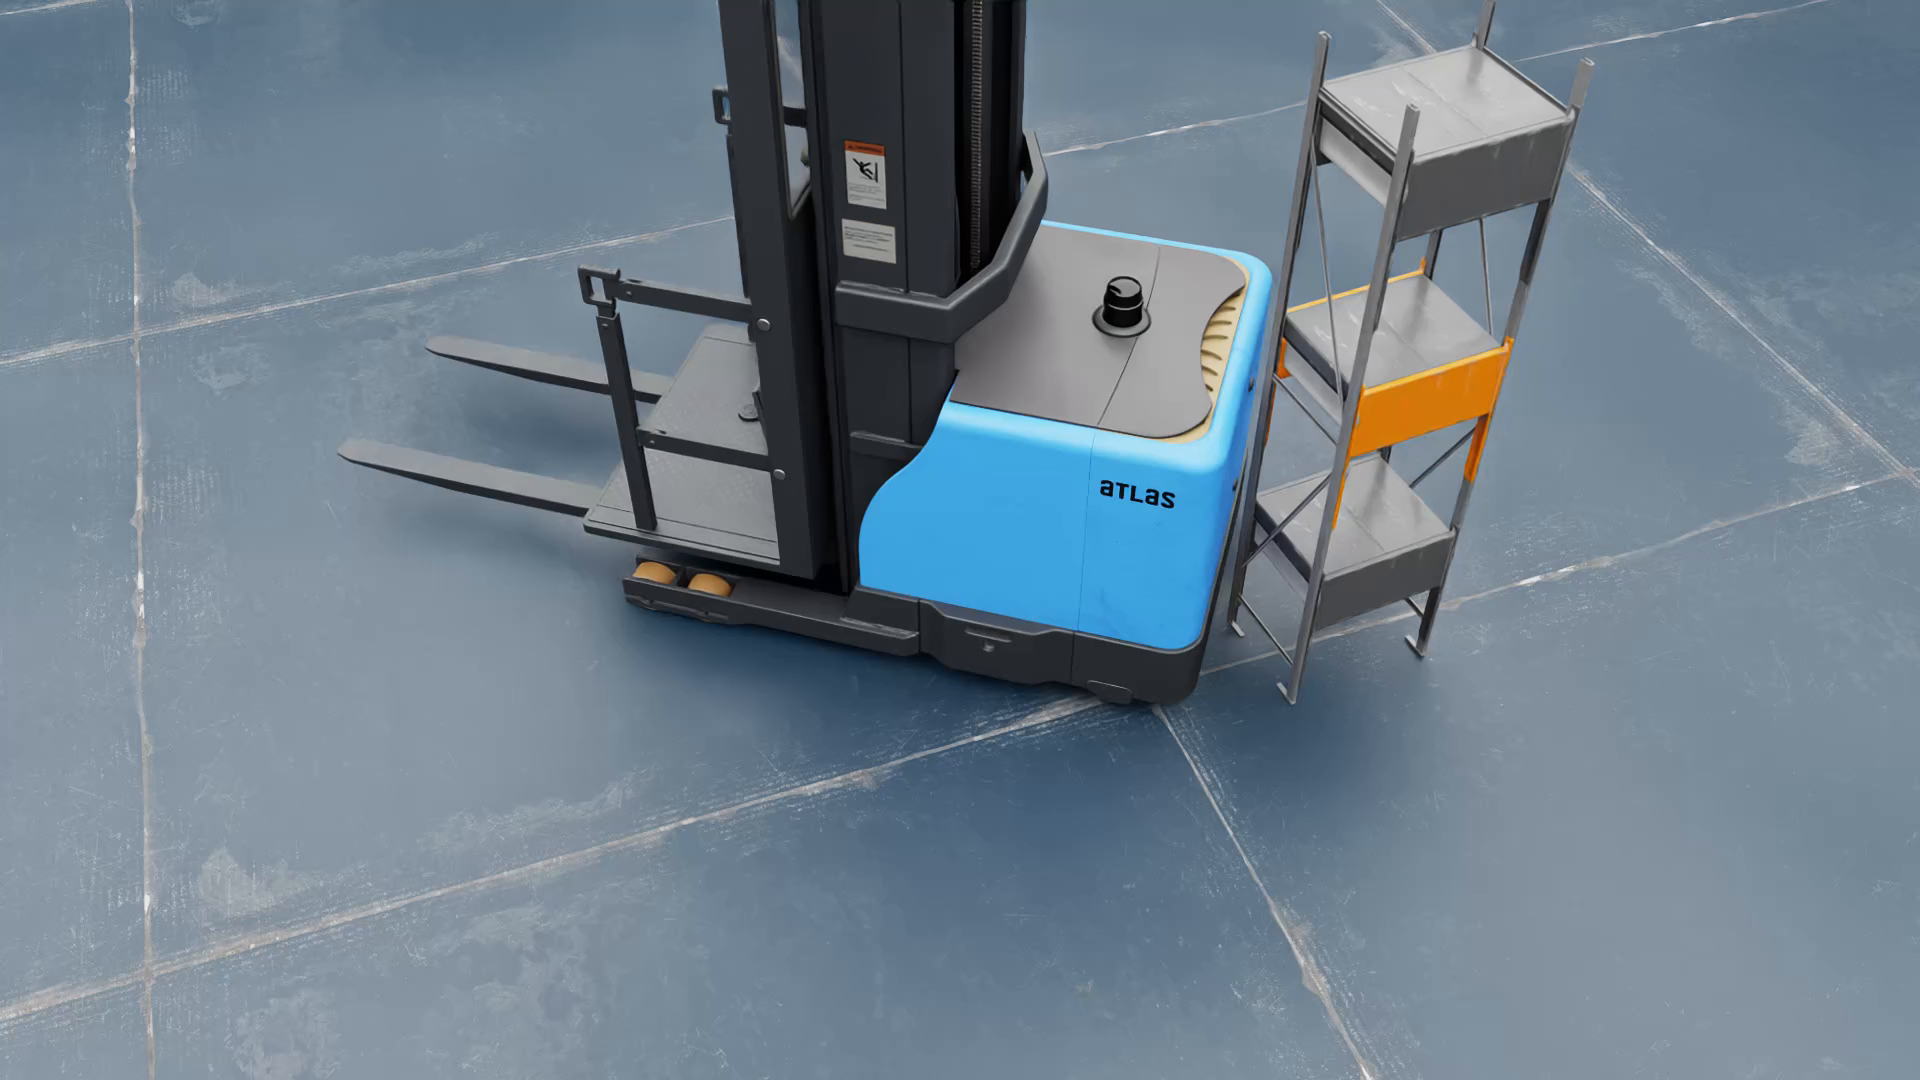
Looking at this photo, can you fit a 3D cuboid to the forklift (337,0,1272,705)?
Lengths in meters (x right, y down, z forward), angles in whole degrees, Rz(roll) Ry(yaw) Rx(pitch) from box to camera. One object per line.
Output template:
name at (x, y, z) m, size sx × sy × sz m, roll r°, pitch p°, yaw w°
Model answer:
forklift at (-0.604, -1.110, 4.787) m, size 3.031 × 2.935 × 1.130 m, roll 11°, pitch 46°, yaw 11°

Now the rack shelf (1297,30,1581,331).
rack shelf at (1.177, -0.911, 4.202) m, size 0.480 × 0.518 × 0.431 m, roll -18°, pitch 47°, yaw -16°

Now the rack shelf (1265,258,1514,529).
rack shelf at (1.182, -0.415, 4.696) m, size 0.480 × 0.518 × 0.431 m, roll -18°, pitch 47°, yaw -16°

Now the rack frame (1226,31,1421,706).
rack frame at (0.959, -0.353, 4.618) m, size 0.015 × 2.100 × 0.400 m, roll -18°, pitch 47°, yaw -16°

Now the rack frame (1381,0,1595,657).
rack frame at (1.405, -0.496, 4.756) m, size 0.015 × 2.100 × 0.400 m, roll -18°, pitch 47°, yaw -16°

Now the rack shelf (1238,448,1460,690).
rack shelf at (1.187, 0.081, 5.191) m, size 0.480 × 0.518 × 0.431 m, roll -18°, pitch 47°, yaw -16°

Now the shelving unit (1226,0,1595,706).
shelving unit at (1.182, -0.425, 4.687) m, size 0.503 × 2.100 × 0.431 m, roll -18°, pitch 47°, yaw -16°
